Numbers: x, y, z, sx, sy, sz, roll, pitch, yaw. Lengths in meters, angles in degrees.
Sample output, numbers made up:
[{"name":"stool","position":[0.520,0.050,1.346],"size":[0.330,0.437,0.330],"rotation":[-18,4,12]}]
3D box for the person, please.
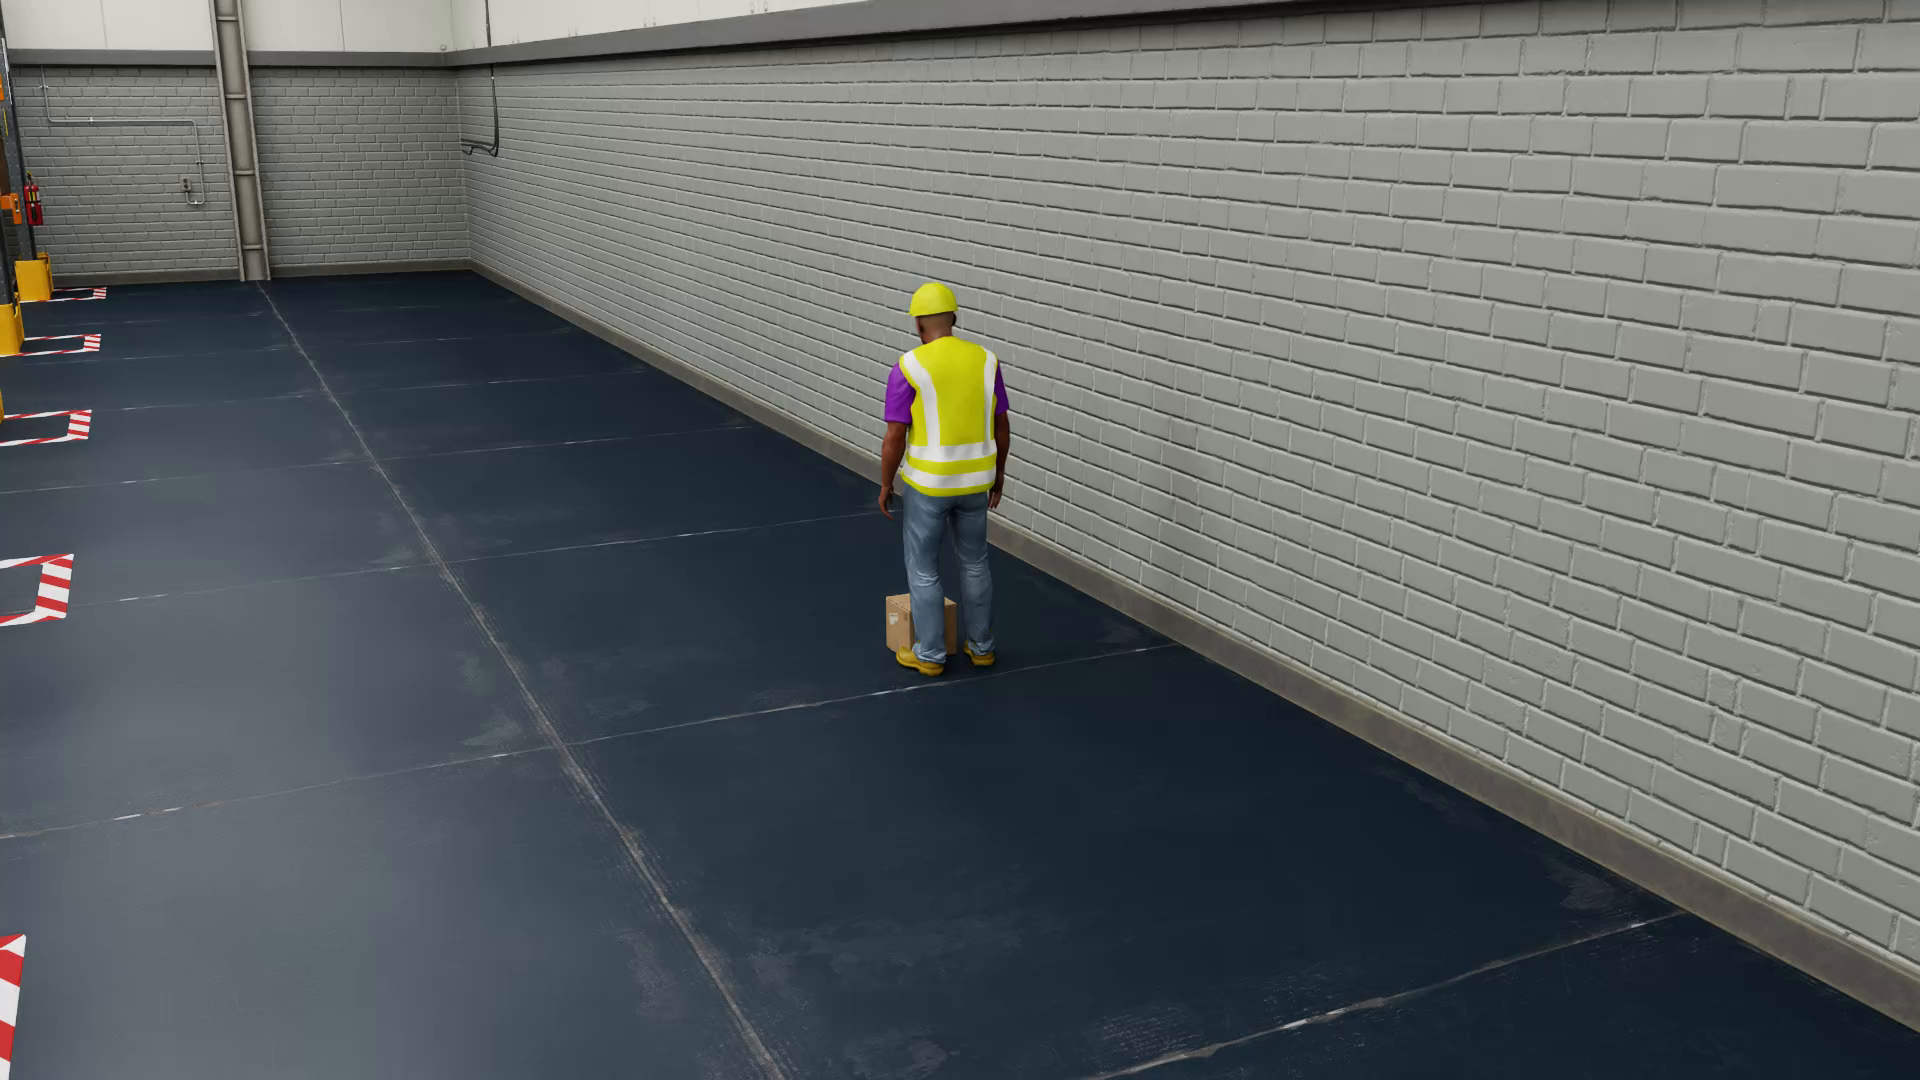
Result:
[{"name":"person","position":[-0.071,-0.273,7.492],"size":[0.627,1.761,0.456],"rotation":[-7,17,-25]}]
